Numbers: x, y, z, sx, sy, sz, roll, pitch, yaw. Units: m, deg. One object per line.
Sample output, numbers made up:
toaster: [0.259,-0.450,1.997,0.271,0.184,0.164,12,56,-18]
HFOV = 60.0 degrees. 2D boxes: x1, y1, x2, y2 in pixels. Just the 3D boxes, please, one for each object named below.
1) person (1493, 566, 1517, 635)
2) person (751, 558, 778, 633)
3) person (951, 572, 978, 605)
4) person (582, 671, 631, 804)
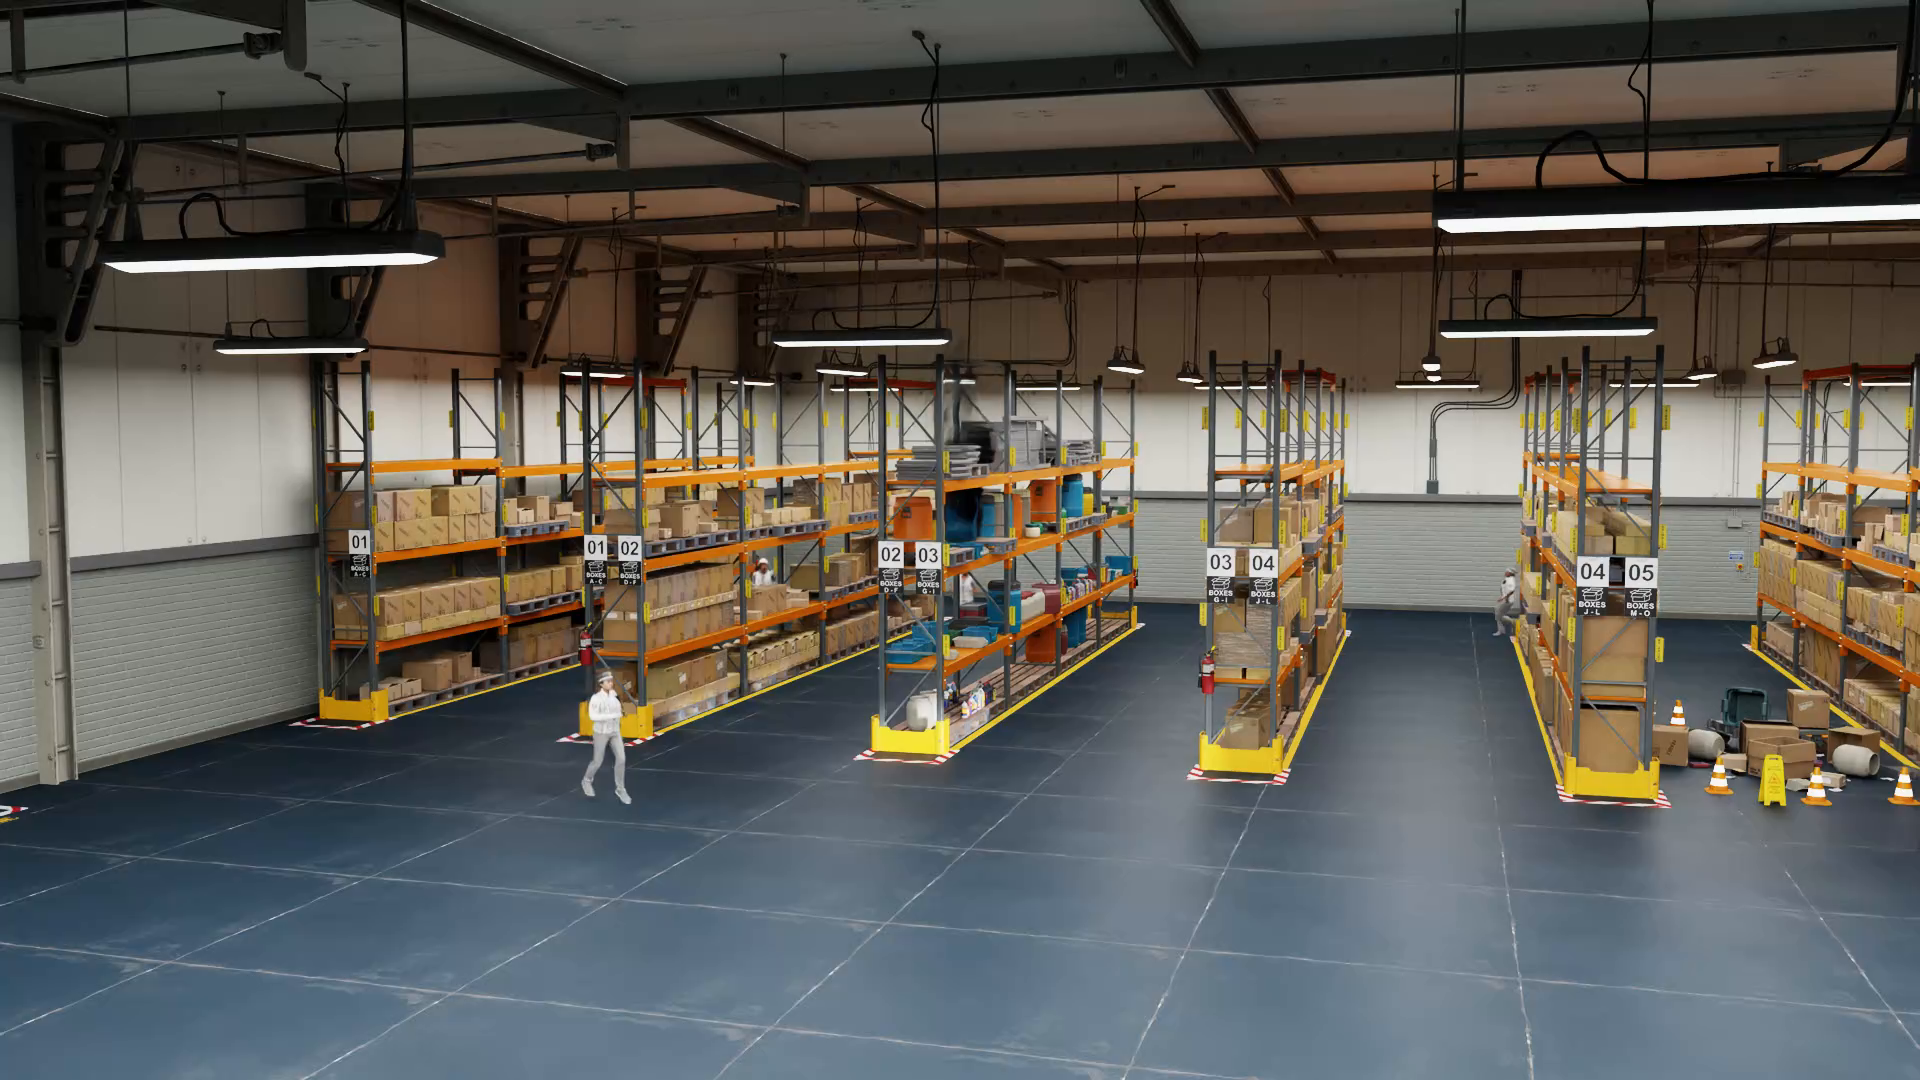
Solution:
person: [12.754,1.425,38.760,0.599,1.665,0.633,1,4,15]
person: [-4.651,1.318,39.480,0.662,1.771,0.864,0,4,1]
person: [0.073,1.407,37.860,0.645,1.747,0.609,0,4,6]
person: [-4.686,2.580,21.934,0.798,1.744,0.636,3,5,37]
